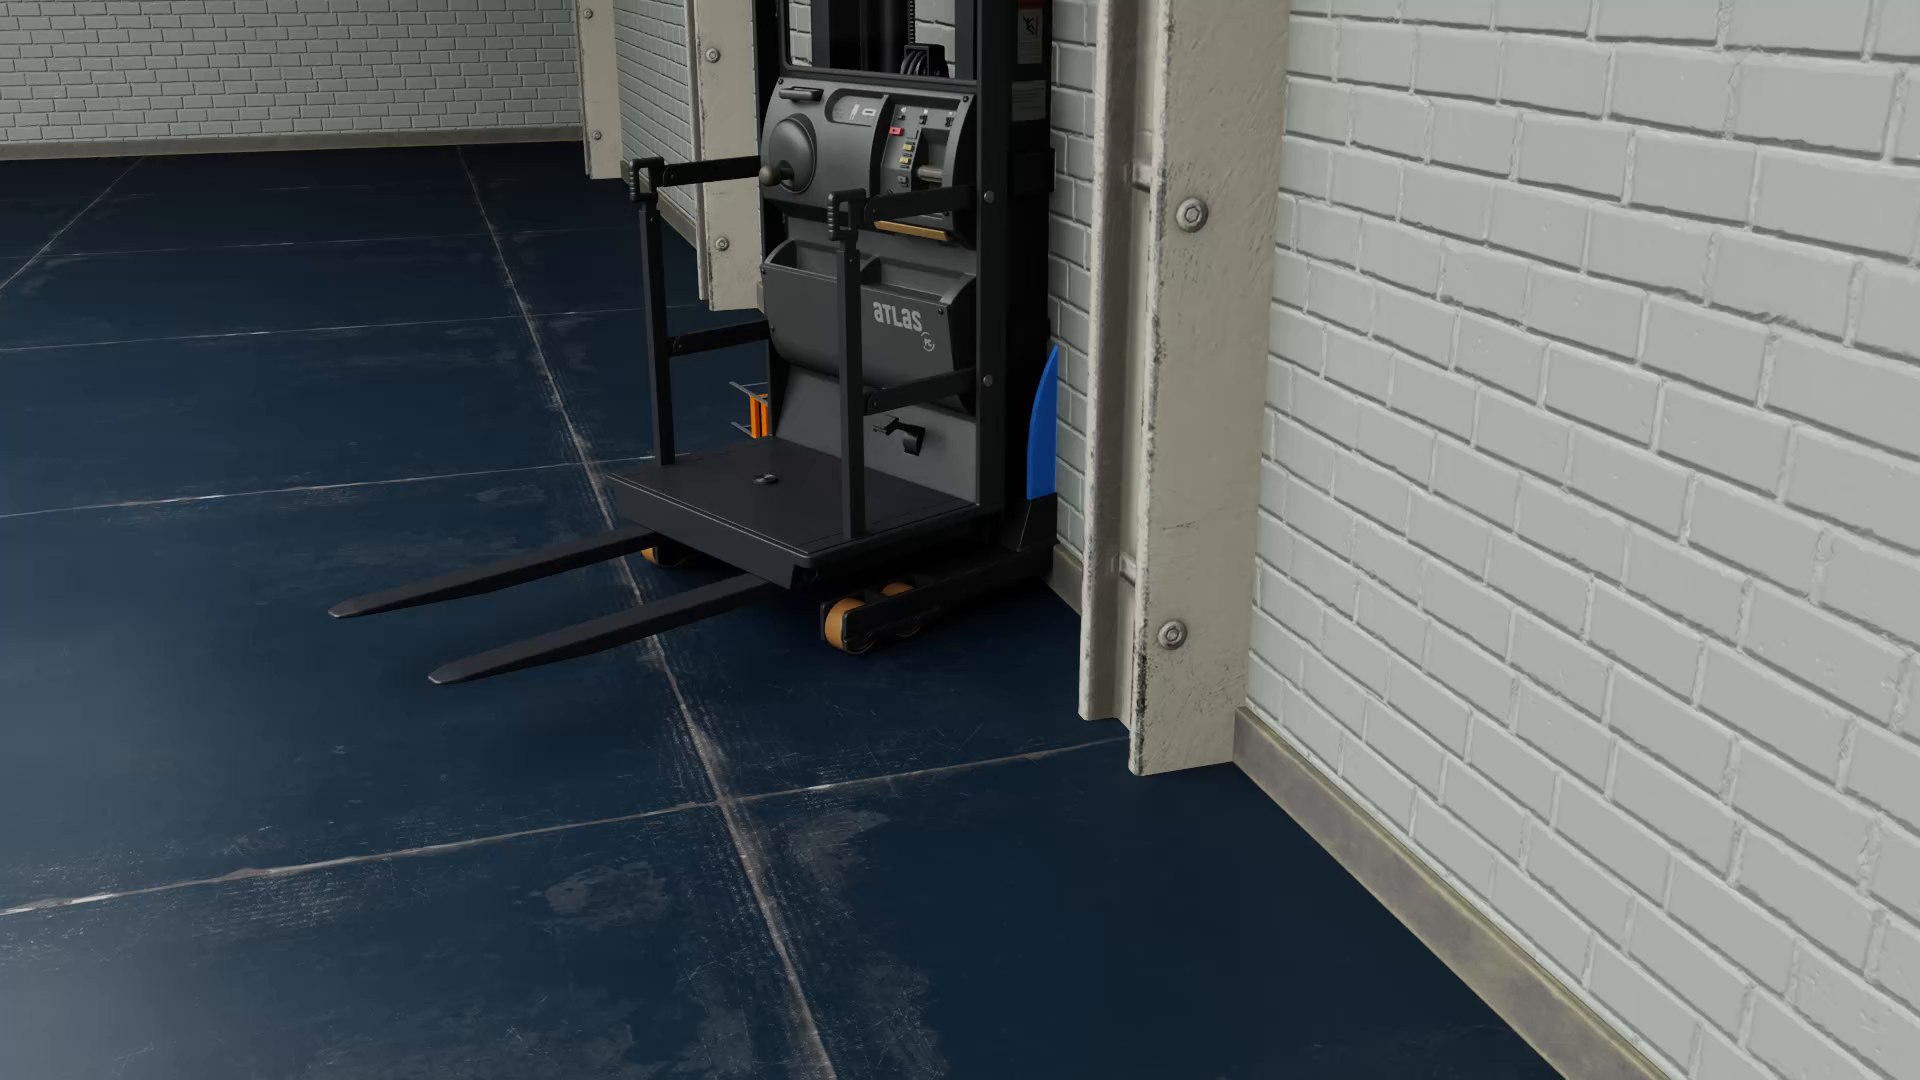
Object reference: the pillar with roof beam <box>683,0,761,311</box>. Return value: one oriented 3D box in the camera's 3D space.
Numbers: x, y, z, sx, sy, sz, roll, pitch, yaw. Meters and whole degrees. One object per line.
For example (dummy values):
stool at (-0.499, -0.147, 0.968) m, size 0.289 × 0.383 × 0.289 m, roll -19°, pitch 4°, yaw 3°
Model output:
pillar with roof beam at (-5.439, -5.181, 7.028) m, size 9.100 × 9.000 × 0.400 m, roll -6°, pitch 21°, yaw -17°

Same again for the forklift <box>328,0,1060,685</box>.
forklift at (-0.455, -1.235, 5.020) m, size 3.031 × 2.935 × 1.130 m, roll -18°, pitch 26°, yaw -40°

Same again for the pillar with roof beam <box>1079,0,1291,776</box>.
pillar with roof beam at (-3.553, -3.255, 1.667) m, size 9.100 × 9.000 × 0.400 m, roll -6°, pitch 21°, yaw -17°

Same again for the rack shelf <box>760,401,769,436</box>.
rack shelf at (-0.709, -0.502, 7.029) m, size 0.258 × 0.180 × 0.103 m, roll -11°, pitch 22°, yaw -27°

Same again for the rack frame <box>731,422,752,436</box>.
rack frame at (-0.614, -0.359, 6.899) m, size 0.240 × 0.006 × 1.200 m, roll -11°, pitch 22°, yaw -27°

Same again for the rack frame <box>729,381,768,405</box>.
rack frame at (-0.614, -0.531, 6.837) m, size 0.240 × 0.006 × 1.200 m, roll -11°, pitch 22°, yaw -27°

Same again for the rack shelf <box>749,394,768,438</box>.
rack shelf at (-0.767, -0.538, 7.128) m, size 0.258 × 0.180 × 0.103 m, roll -11°, pitch 22°, yaw -27°

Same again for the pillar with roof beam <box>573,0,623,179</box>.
pillar with roof beam at (-7.325, -7.106, 12.388) m, size 9.100 × 9.000 × 0.400 m, roll -6°, pitch 21°, yaw -17°

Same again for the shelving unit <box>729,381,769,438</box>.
shelving unit at (-0.614, -0.445, 6.868) m, size 0.258 × 0.189 × 1.200 m, roll -11°, pitch 22°, yaw -27°
